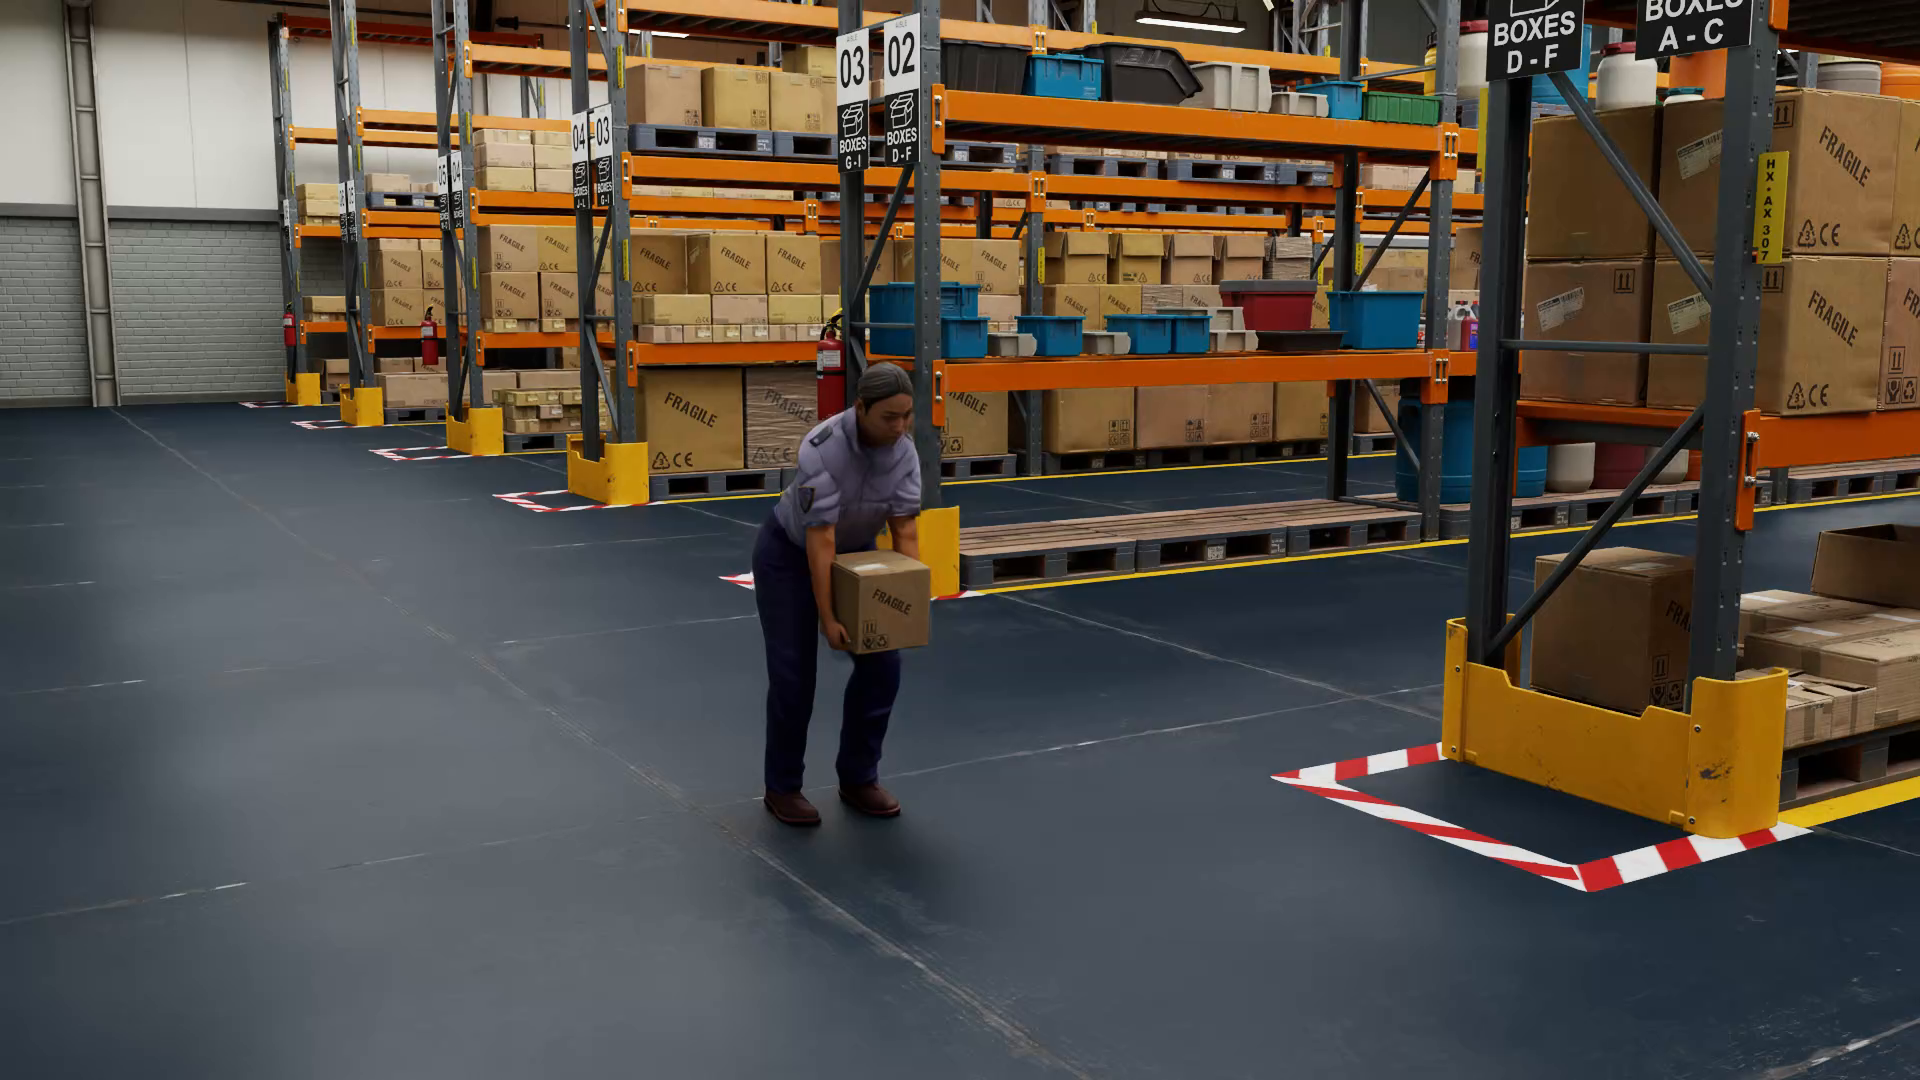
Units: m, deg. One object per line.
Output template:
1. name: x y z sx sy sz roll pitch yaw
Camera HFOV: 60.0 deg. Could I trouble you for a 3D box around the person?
1. person: -0.375 0.171 5.306 0.449 1.483 0.684 -5 10 -32
